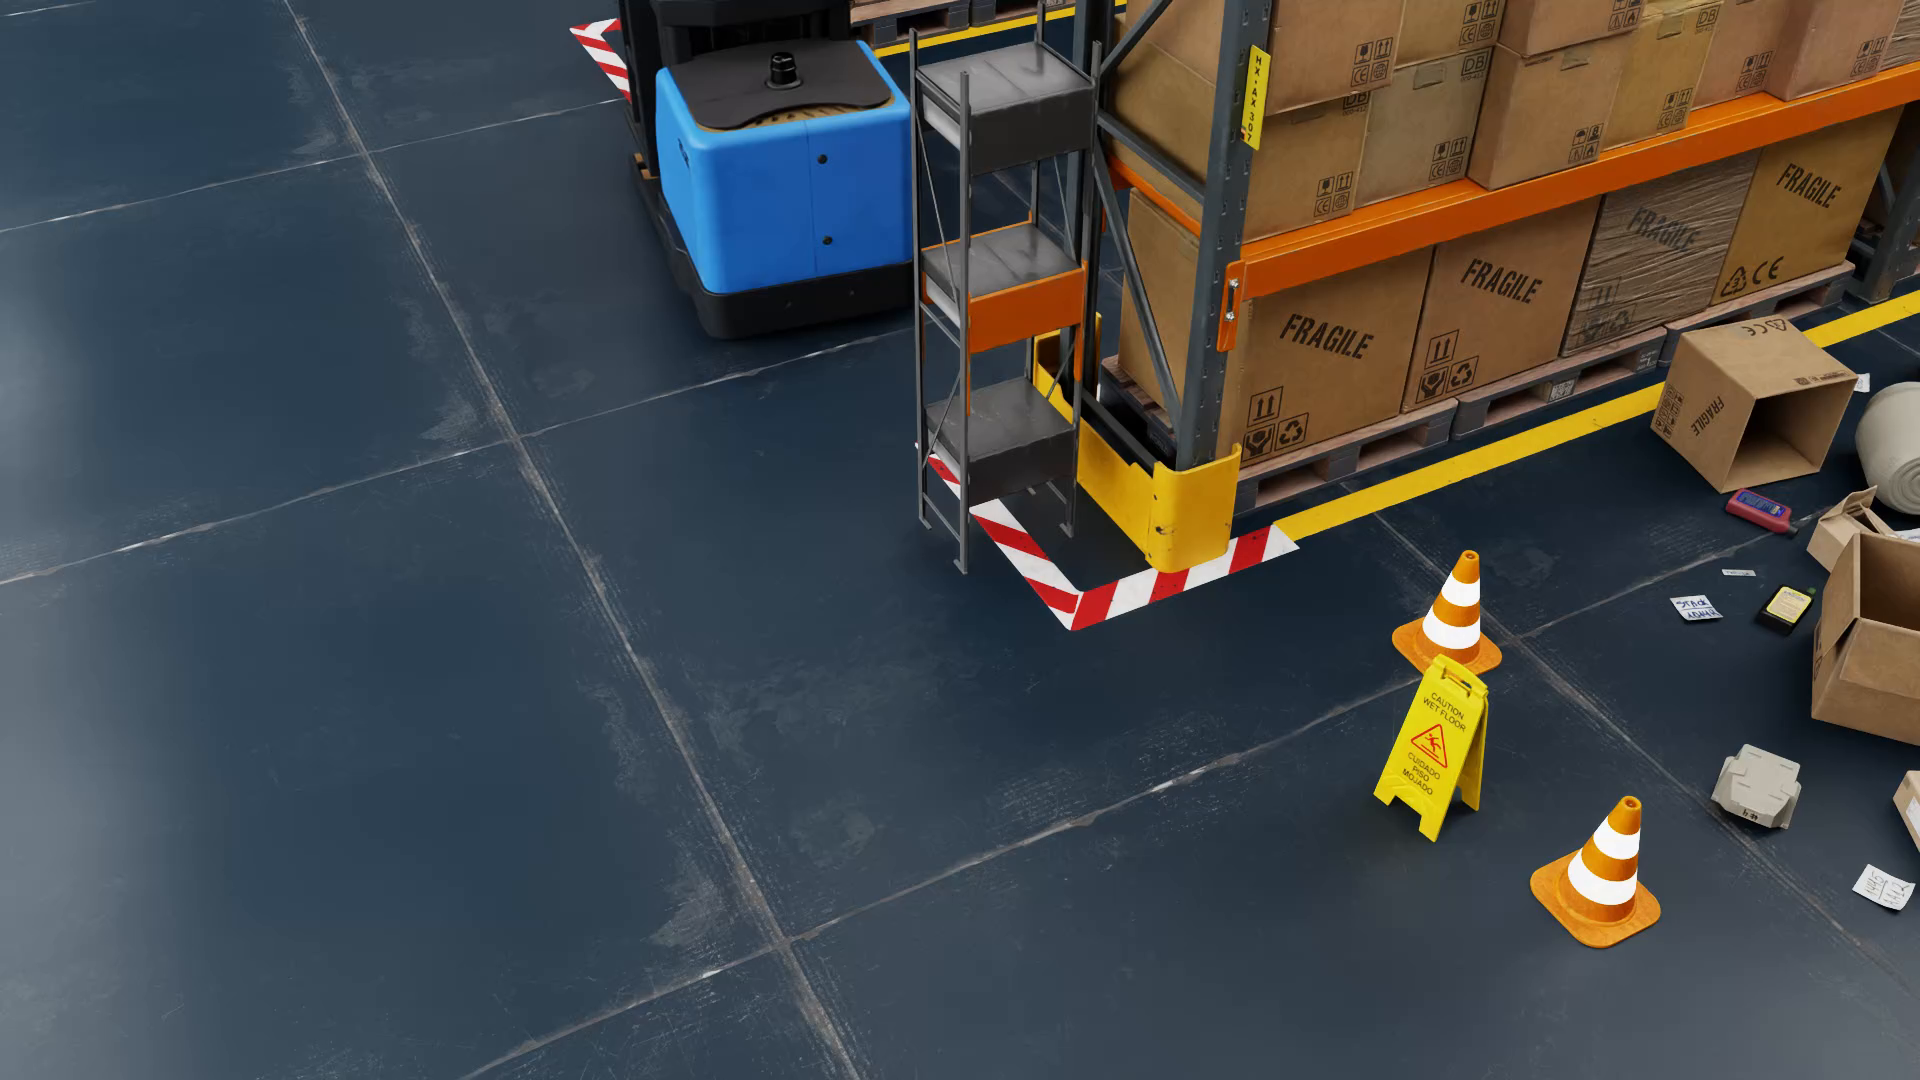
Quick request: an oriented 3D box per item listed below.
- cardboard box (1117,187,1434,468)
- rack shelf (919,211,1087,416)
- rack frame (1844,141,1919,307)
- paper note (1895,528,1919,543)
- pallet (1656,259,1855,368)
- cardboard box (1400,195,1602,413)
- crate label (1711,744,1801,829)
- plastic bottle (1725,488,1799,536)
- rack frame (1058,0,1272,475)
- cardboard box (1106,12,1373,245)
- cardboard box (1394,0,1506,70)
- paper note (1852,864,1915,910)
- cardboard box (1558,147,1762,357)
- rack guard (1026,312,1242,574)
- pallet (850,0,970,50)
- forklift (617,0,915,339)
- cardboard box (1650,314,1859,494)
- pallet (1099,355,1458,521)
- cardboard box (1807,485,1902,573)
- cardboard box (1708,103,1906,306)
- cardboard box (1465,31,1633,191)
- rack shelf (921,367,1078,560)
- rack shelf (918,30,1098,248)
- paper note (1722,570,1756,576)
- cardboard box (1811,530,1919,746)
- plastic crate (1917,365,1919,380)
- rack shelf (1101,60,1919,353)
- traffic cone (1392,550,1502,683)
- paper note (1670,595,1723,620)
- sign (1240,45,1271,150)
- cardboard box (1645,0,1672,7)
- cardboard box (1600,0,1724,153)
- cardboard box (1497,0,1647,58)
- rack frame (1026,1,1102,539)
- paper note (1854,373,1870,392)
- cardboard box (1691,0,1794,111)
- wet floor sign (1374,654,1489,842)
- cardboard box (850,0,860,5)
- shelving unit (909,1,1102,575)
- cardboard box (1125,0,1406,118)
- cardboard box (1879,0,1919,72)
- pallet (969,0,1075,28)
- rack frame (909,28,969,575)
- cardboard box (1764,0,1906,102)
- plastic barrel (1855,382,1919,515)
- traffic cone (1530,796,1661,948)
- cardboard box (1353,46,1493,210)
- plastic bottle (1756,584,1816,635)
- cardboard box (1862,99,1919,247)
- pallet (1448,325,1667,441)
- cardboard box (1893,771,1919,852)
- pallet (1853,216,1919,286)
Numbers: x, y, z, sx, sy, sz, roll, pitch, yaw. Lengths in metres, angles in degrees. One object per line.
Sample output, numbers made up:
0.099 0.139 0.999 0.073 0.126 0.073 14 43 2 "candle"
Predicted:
1.276 -0.980 6.905 0.875 0.875 0.875 -18 44 -20 "cardboard box"
0.147 -0.840 6.139 0.480 0.518 0.431 -19 44 -21 "rack shelf"
4.253 -2.584 7.481 0.127 3.000 1.000 -19 44 -21 "rack frame"
3.894 0.006 6.725 0.155 0.023 0.172 -5 40 -6 "paper note"
3.542 -1.338 8.167 1.213 0.211 1.003 -19 44 -21 "pallet"
2.055 -1.244 7.217 0.875 0.875 0.875 -19 44 -21 "cardboard box"
2.721 0.836 5.656 0.250 0.136 0.298 22 45 24 "crate label"
3.313 -0.110 6.832 0.283 0.061 0.133 31 49 31 "plastic bottle"
0.705 -1.390 6.071 0.127 3.000 1.000 -19 44 -21 "rack frame"
1.013 -1.584 6.184 0.550 0.550 0.875 -19 44 -21 "cardboard box"
1.497 -2.165 6.034 0.550 0.550 0.875 -19 44 -21 "cardboard box"
3.000 1.126 5.396 0.148 0.019 0.142 31 49 31 "paper note"
2.865 -1.515 7.537 0.875 0.875 0.875 -18 44 -20 "cardboard box"
0.684 -0.429 6.870 0.348 0.500 1.175 -19 44 -21 "rack guard"
-0.692 -3.443 10.654 1.213 0.211 1.003 -19 44 -21 "pallet"
-1.156 -3.013 8.041 1.130 2.935 3.031 -13 42 -15 "forklift"
3.350 -0.580 7.046 0.500 0.500 0.500 -12 42 -13 "cardboard box"
1.378 -0.609 7.307 1.213 0.211 1.003 -19 44 -21 "pallet"
3.579 0.028 6.512 0.258 0.266 0.396 -12 42 -13 "cardboard box"
3.663 -1.786 7.858 0.875 0.875 0.875 -18 43 -20 "cardboard box"
2.046 -1.856 6.505 0.550 0.550 0.875 -19 44 -21 "cardboard box"
0.147 -0.306 6.591 0.480 0.518 0.431 -19 44 -21 "rack shelf"
0.147 -1.375 5.687 0.480 0.518 0.431 -19 44 -21 "rack shelf"
3.086 0.130 6.589 0.123 0.001 0.032 2 40 2 "paper note"
3.470 0.394 5.895 0.797 0.503 0.637 15 42 17 "cardboard box"
4.704 -0.730 7.423 0.662 0.188 0.450 2 30 2 "plastic crate"
2.479 -1.713 7.008 4.000 0.370 1.077 -19 44 -21 "rack shelf"
1.832 0.233 6.116 0.334 0.463 0.336 -19 44 -21 "traffic cone"
2.843 0.261 6.419 0.142 0.017 0.144 -5 40 -6 "paper note"
0.956 -1.431 5.388 0.005 0.325 0.100 -19 44 -21 "sign"
2.467 -2.487 6.415 0.500 0.550 0.875 -19 44 -21 "cardboard box"
2.497 -2.038 6.720 0.500 0.550 0.875 -19 44 -21 "cardboard box"
2.057 -2.255 6.140 0.550 0.550 0.875 -19 44 -21 "cardboard box"
0.363 -0.924 6.216 0.015 2.100 0.400 -19 44 -21 "rack frame"
4.075 -0.732 7.590 0.147 0.020 0.142 15 42 17 "paper note"
2.920 -2.254 6.975 0.550 0.550 0.875 -19 44 -21 "cardboard box"
1.594 0.652 5.481 0.232 0.644 0.267 -26 47 -28 "wet floor sign"
-0.935 -3.646 10.345 0.500 0.500 0.500 -11 41 -13 "cardboard box"
0.147 -0.851 6.130 0.503 2.100 0.431 -19 44 -21 "shelving unit"
1.052 -1.948 5.778 0.550 0.550 0.875 -19 44 -21 "cardboard box"
3.931 -2.524 7.294 0.550 0.550 0.875 -19 44 -21 "cardboard box"
0.388 -3.805 11.081 1.213 0.211 1.003 -19 44 -21 "pallet"
-0.070 -0.778 6.044 0.015 2.100 0.400 -19 44 -21 "rack frame"
3.454 -2.347 7.085 0.550 0.550 0.875 -19 44 -21 "cardboard box"
3.955 -0.383 6.875 0.421 0.421 0.512 8 41 10 "plastic barrel"
2.052 0.982 5.232 0.334 0.463 0.336 -19 44 -21 "traffic cone"
1.491 -1.761 6.393 0.550 0.550 0.875 -19 44 -21 "cardboard box"
3.192 0.251 6.407 0.133 0.061 0.283 31 49 31 "plastic bottle"
4.762 -2.123 8.352 0.750 0.750 1.050 -19 44 -21 "cardboard box"
2.459 -0.971 7.734 1.213 0.211 1.003 -19 44 -21 "pallet"
3.310 0.956 5.506 0.250 0.149 0.380 2 40 2 "cardboard box"
4.902 -1.793 8.705 1.213 0.211 1.003 -19 44 -21 "pallet"
